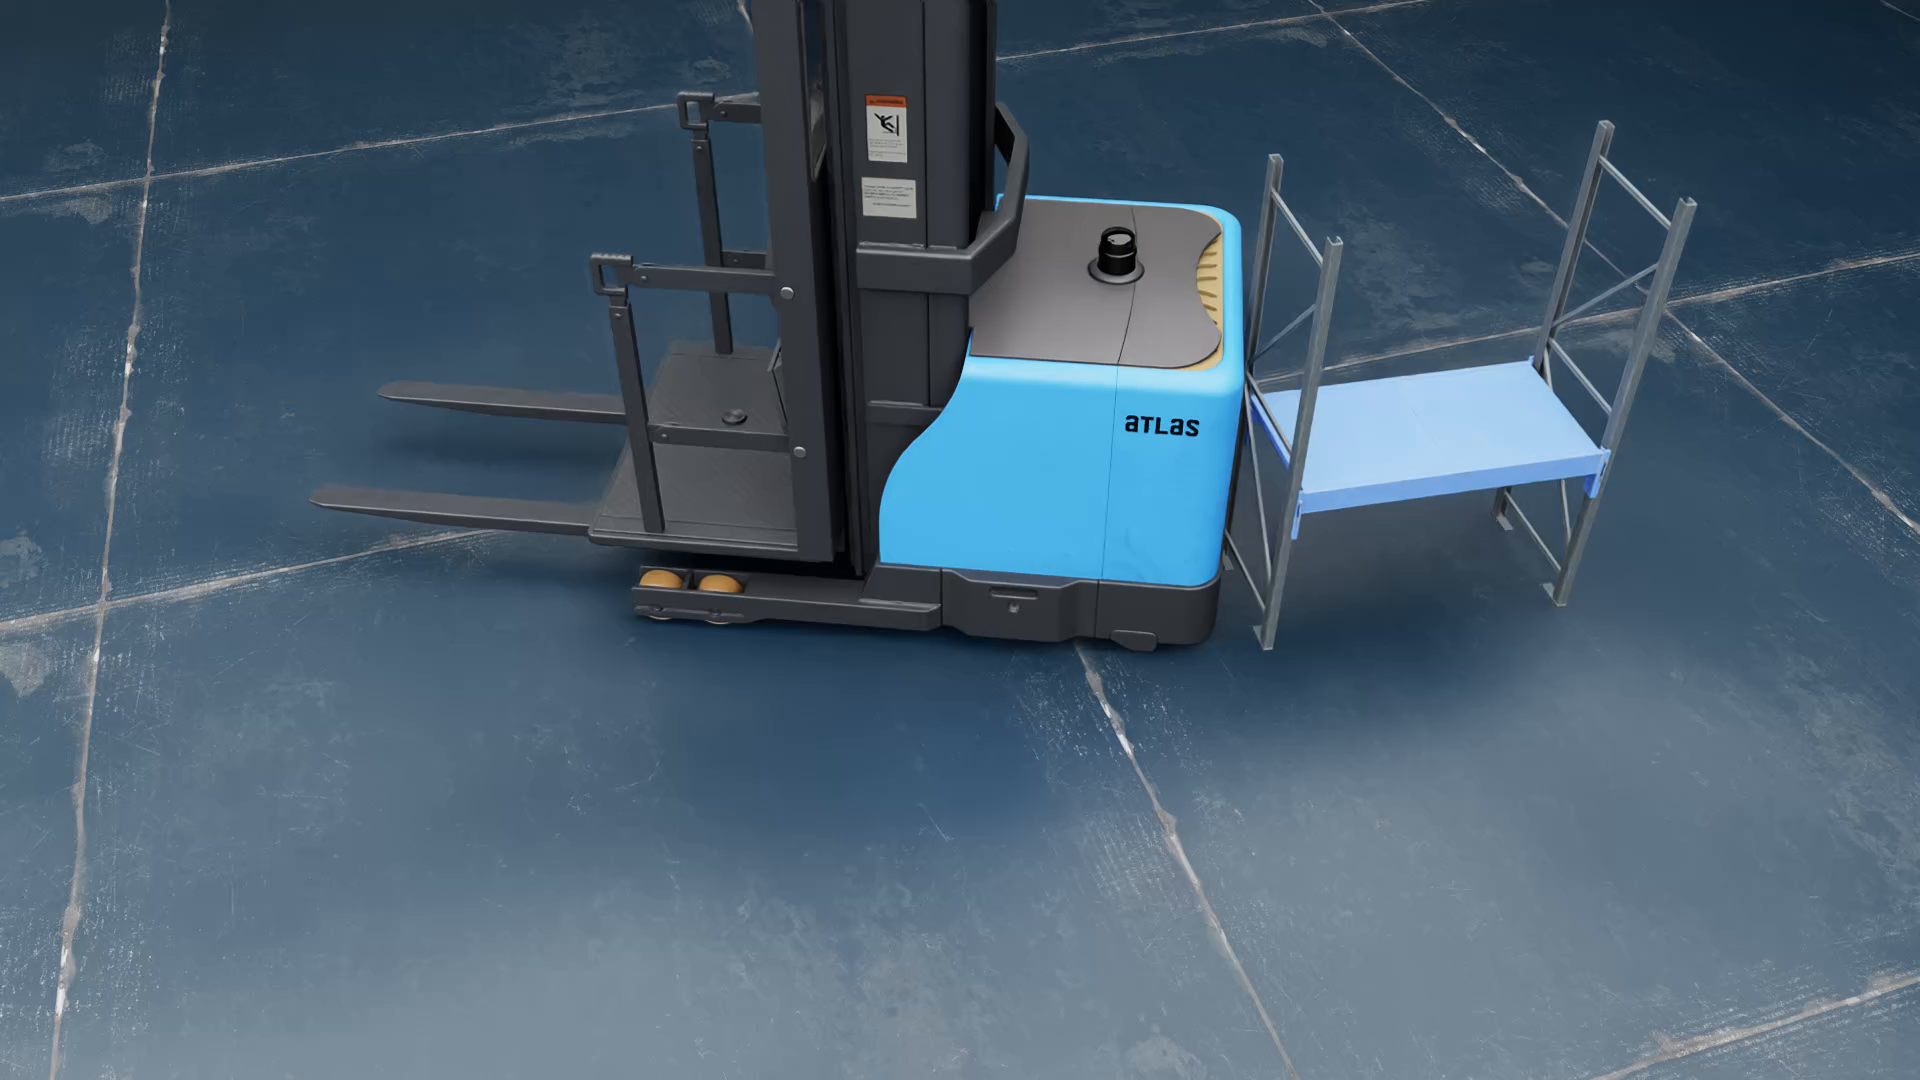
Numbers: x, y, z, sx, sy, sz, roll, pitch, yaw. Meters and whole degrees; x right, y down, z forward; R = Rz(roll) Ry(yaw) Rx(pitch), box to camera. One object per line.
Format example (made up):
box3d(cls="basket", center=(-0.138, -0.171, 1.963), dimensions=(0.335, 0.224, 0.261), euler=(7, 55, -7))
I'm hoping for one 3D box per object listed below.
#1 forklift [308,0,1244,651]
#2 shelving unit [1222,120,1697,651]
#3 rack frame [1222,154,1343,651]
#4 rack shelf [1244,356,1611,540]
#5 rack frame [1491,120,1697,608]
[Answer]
box3d(cls="forklift", center=(-0.640, -1.168, 4.859), dimensions=(3.031, 2.935, 1.130), euler=(4, 41, 5))
box3d(cls="shelving unit", center=(1.439, -0.437, 5.110), dimensions=(1.048, 1.500, 0.538), euler=(-8, 42, -9))
box3d(cls="rack frame", center=(0.941, -0.370, 5.034), dimensions=(0.032, 1.500, 0.500), euler=(-8, 42, -9))
box3d(cls="rack shelf", center=(1.439, -0.302, 5.229), dimensions=(1.000, 0.185, 0.538), euler=(-8, 42, -9))
box3d(cls="rack frame", center=(1.937, -0.504, 5.187), dimensions=(0.032, 1.500, 0.500), euler=(-8, 42, -9))
